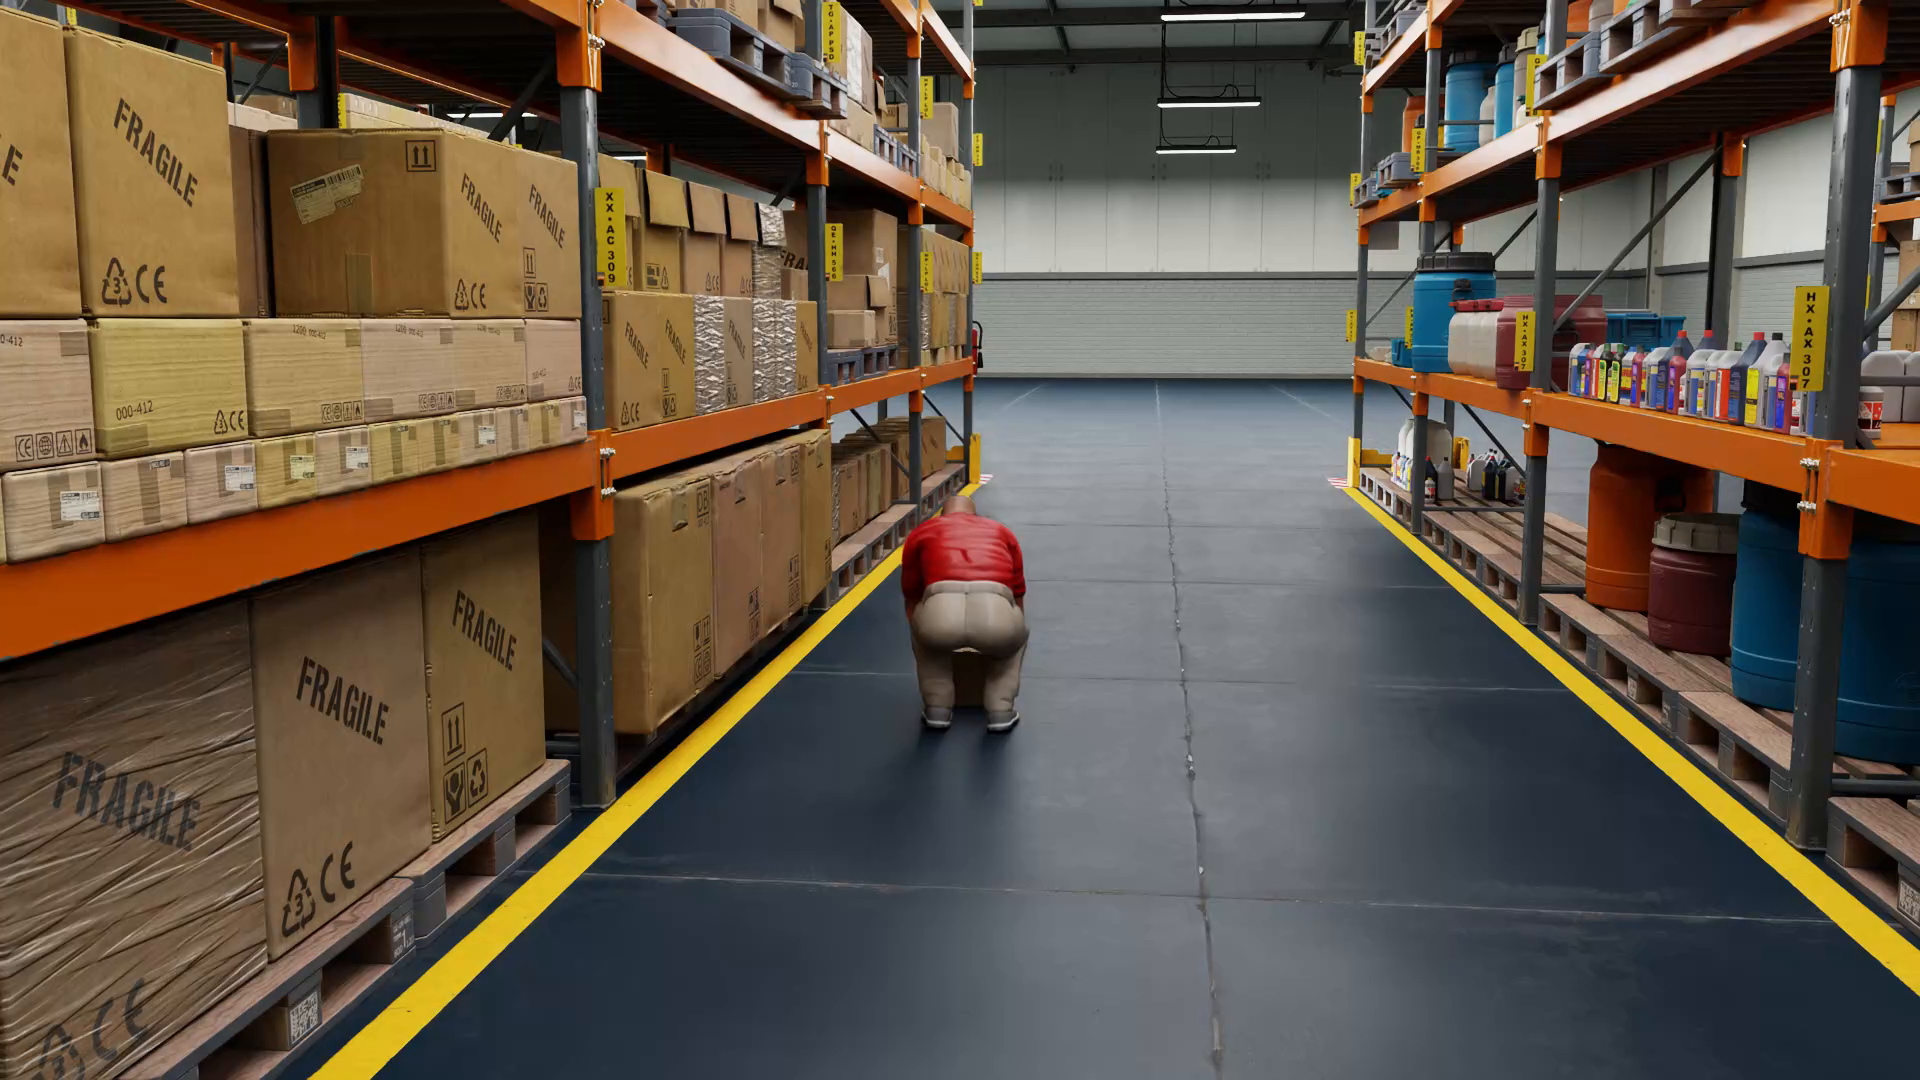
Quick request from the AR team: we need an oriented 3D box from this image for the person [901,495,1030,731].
[{"bbox_3d":[0.014,0.307,7.094,0.566,0.932,0.865,1,8,4],"label":"person"}]
